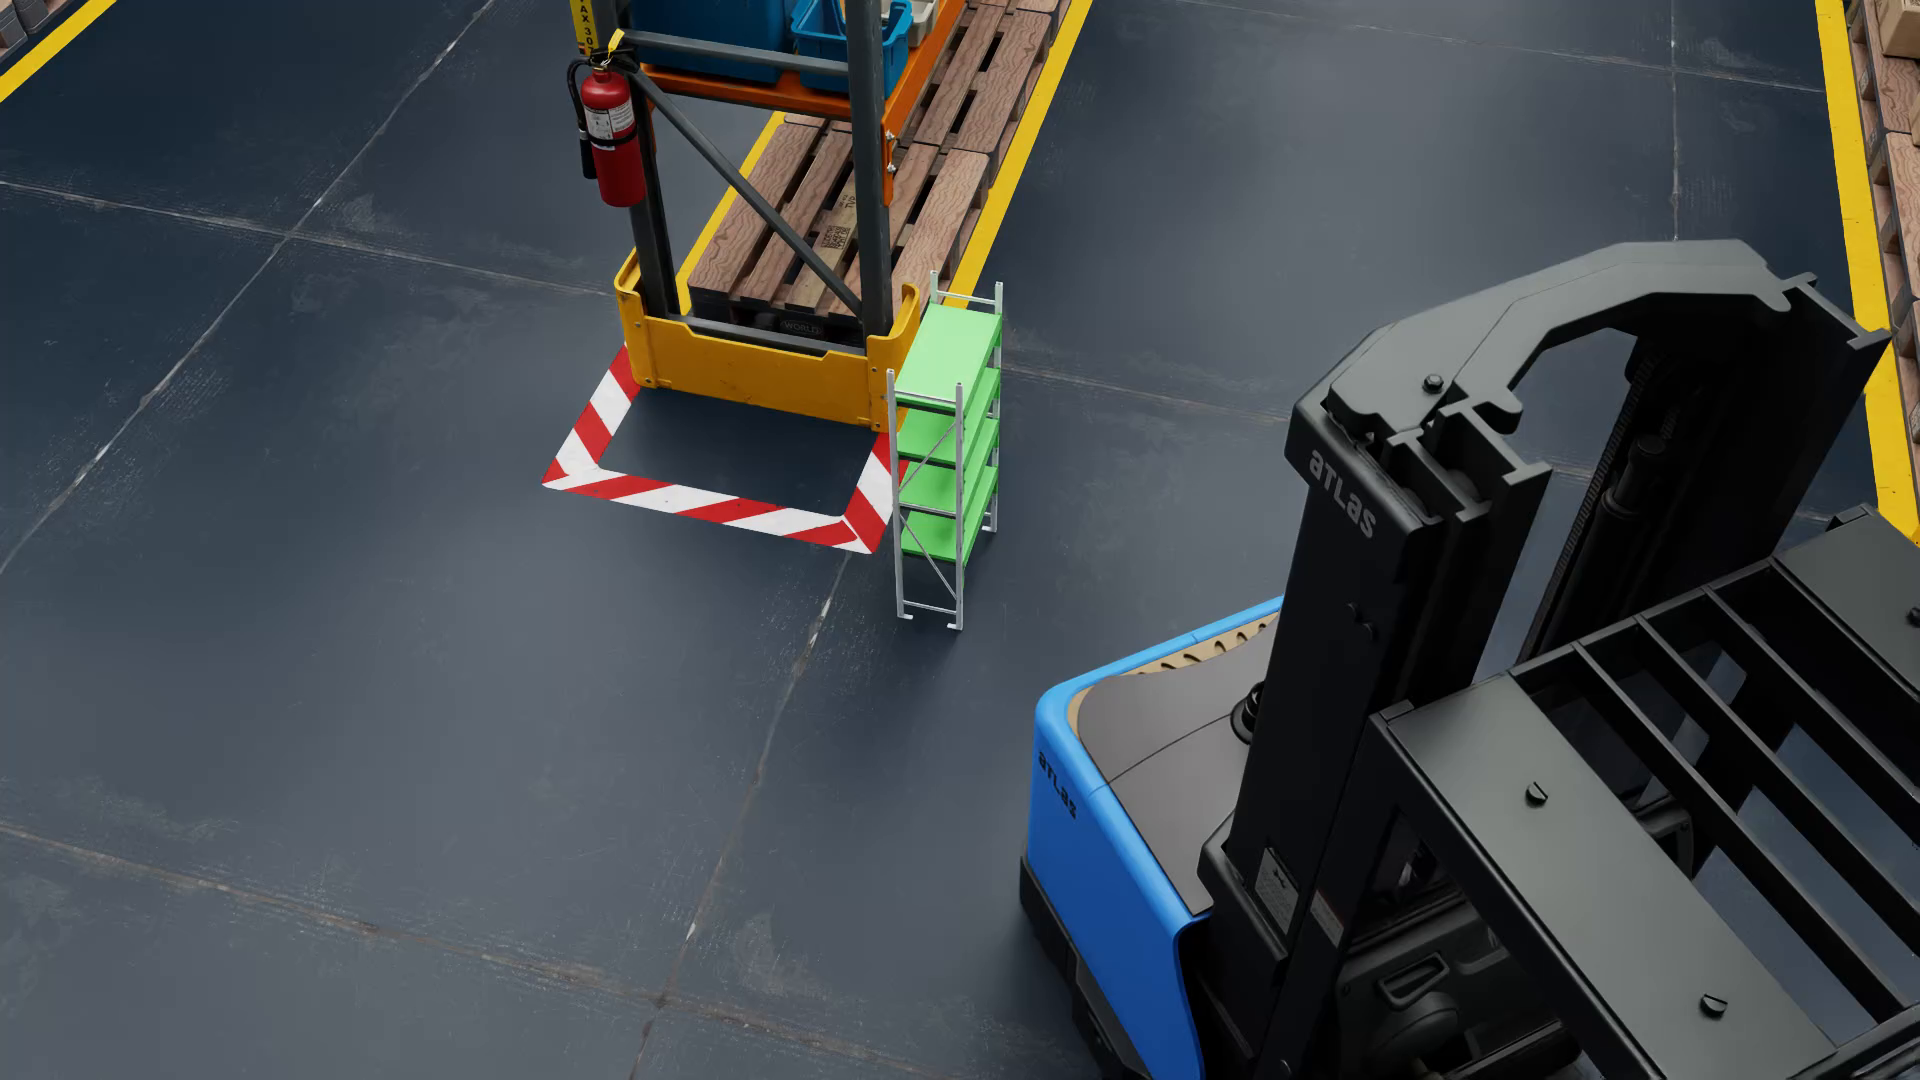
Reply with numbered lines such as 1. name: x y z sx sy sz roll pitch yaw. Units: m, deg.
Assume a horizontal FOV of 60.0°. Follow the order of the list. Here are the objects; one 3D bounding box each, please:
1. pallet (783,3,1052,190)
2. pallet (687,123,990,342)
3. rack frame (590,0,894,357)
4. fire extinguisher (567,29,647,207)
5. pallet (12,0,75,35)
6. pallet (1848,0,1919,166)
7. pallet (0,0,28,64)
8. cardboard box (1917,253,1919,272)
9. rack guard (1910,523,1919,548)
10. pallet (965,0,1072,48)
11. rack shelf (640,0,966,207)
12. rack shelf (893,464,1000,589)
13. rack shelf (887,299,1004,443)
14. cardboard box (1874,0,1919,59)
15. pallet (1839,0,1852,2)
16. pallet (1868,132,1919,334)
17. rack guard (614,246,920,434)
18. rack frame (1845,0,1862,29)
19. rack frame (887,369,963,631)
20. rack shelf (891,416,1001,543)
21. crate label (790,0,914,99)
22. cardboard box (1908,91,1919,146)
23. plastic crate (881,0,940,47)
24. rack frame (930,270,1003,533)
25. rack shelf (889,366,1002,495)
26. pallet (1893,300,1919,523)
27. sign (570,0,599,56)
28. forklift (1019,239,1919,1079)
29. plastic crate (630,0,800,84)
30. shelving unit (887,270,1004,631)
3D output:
1. pallet: -0.180 -2.210 8.059 1.003 0.211 1.213 12 50 10
2. pallet: -0.503 -1.330 7.283 1.003 0.211 1.213 12 50 10
3. rack frame: -0.758 -1.664 5.718 1.000 3.000 0.127 12 50 10
4. fire extinguisher: -1.236 -1.495 5.869 0.296 0.674 0.183 12 50 10
5. pallet: -5.078 -3.192 8.926 1.003 0.211 1.213 12 50 10
6. pallet: 4.891 -2.157 8.014 1.003 0.211 1.213 12 50 10
7. pallet: -5.401 -2.312 8.150 1.003 0.211 1.213 12 50 10
8. cardboard box: 4.204 -1.042 6.710 0.500 0.250 0.500 12 50 10
9. rack guard: 4.040 0.089 5.838 1.175 0.500 0.348 12 50 10
10. pallet: 0.139 -3.095 8.841 1.003 0.211 1.213 12 50 10
11. rack shelf: -0.232 -2.872 7.264 1.077 0.370 4.000 12 50 10
12. rack shelf: -0.044 -0.076 5.922 0.258 0.148 0.480 12 50 10
13. rack shelf: -0.044 -0.553 5.383 0.258 0.148 0.480 12 50 10
14. cardboard box: 4.753 -2.572 8.019 0.500 0.311 0.500 12 50 10
15. pallet: 5.250 -3.250 8.978 1.003 0.211 1.213 12 50 10
16. pallet: 4.572 -1.272 7.232 1.003 0.211 1.213 12 50 10
17. rack guard: -0.752 -0.817 6.637 1.175 0.500 0.348 12 50 10
18. rack frame: 5.073 -3.577 7.406 1.000 3.000 0.127 12 50 10
19. rack frame: -0.108 -0.101 5.539 0.240 1.200 0.015 12 50 10
20. rack shelf: -0.044 -0.235 5.742 0.258 0.148 0.480 12 50 10
21. crate label: -0.375 -1.742 5.858 0.416 0.233 0.303 12 50 10
22. cardboard box: 4.535 -1.896 7.519 0.380 0.166 0.250 12 50 10
23. plastic crate: -0.211 -1.926 6.085 0.250 0.136 0.298 12 50 10
24. rack frame: 0.021 -0.454 5.850 0.240 1.200 0.015 12 50 10
25. rack shelf: -0.044 -0.394 5.562 0.258 0.148 0.480 12 50 10
26. pallet: 4.249 -0.393 6.456 1.003 0.211 1.213 12 50 10
27. sign: -1.293 -1.815 5.742 0.100 0.325 0.005 12 50 10
28. forklift: 1.279 0.993 3.419 1.130 2.935 3.031 -20 52 -17
29. plastic crate: -0.850 -1.974 5.928 0.616 0.435 0.499 12 50 10
30. shelving unit: -0.044 -0.277 5.694 0.258 1.200 0.503 12 50 10
